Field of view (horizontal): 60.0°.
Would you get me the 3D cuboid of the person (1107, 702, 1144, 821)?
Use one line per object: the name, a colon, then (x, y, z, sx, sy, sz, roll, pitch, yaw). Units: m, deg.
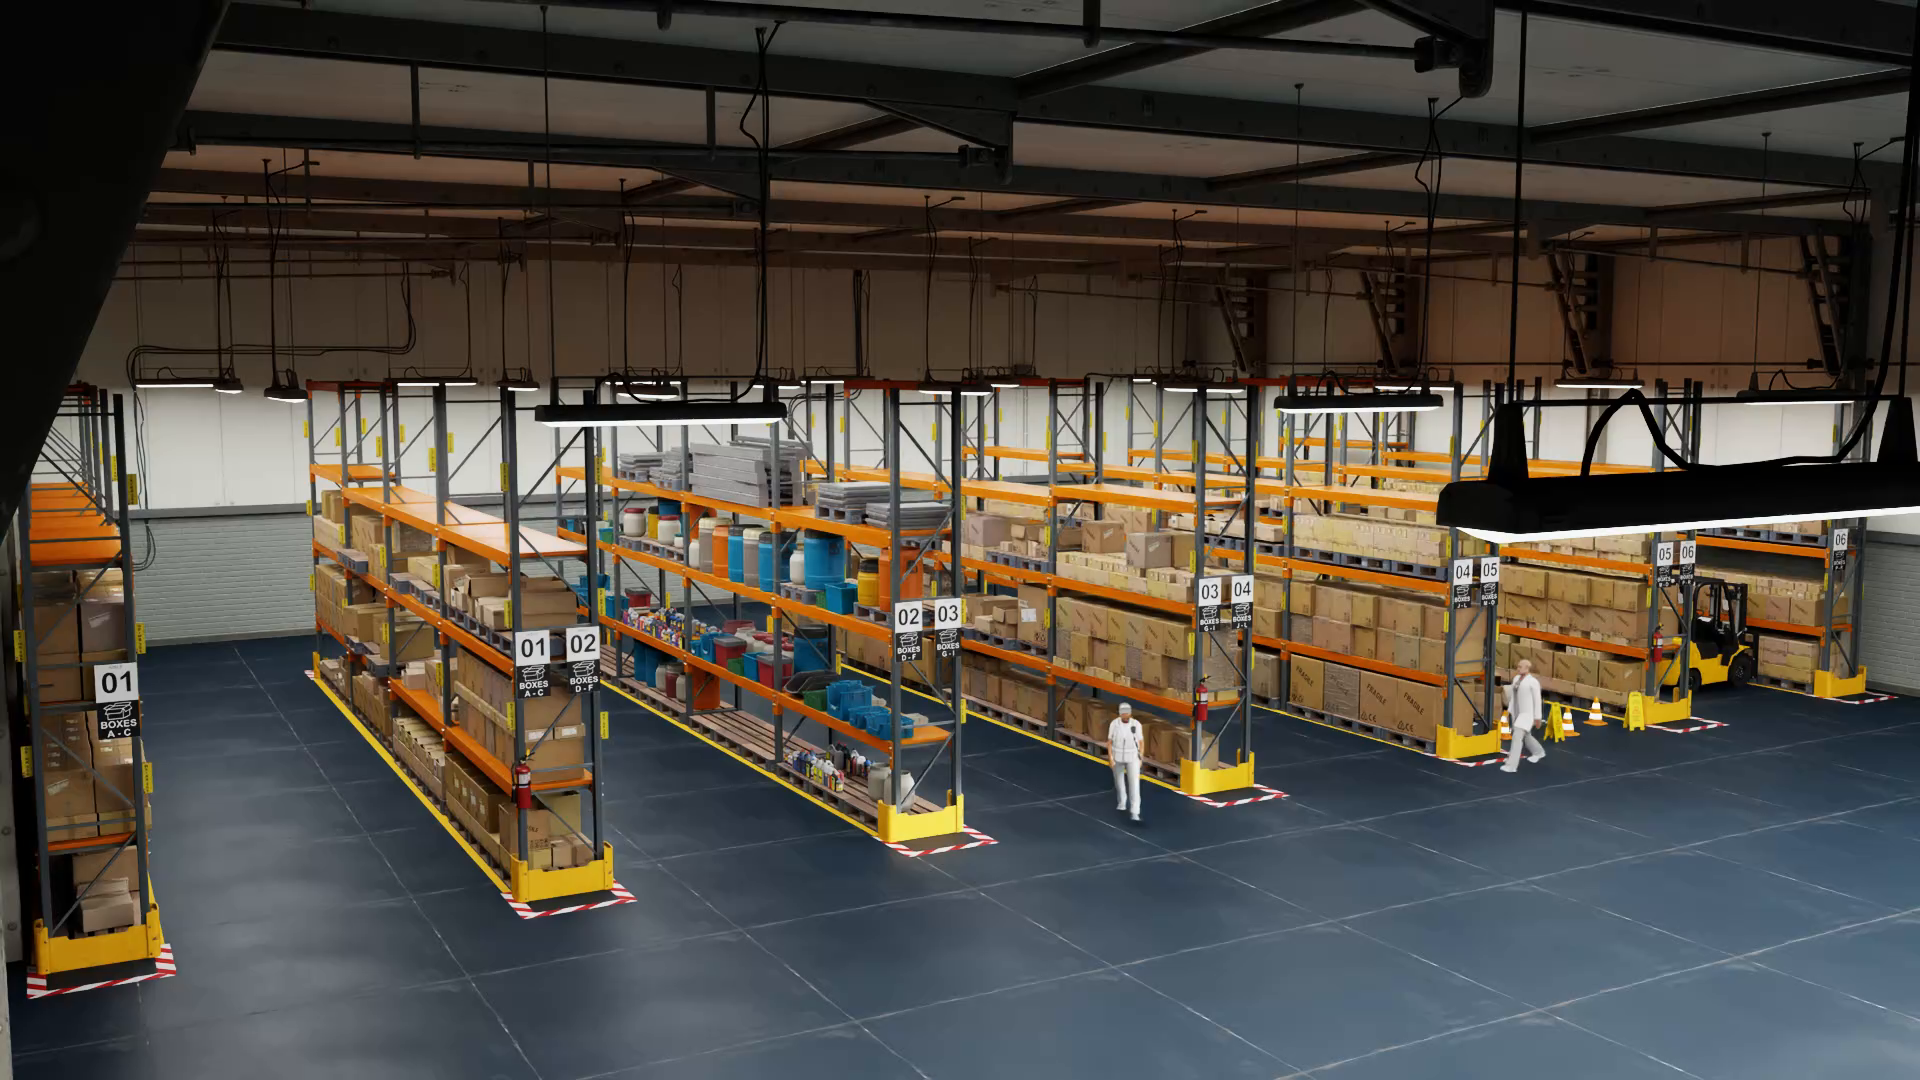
person: (2.317, 3.058, 23.156, 0.539, 1.602, 1.032, 2, 6, 16)

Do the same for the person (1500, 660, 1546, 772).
person: (8.790, 2.715, 25.850, 1.144, 1.732, 0.581, -3, 7, -29)
